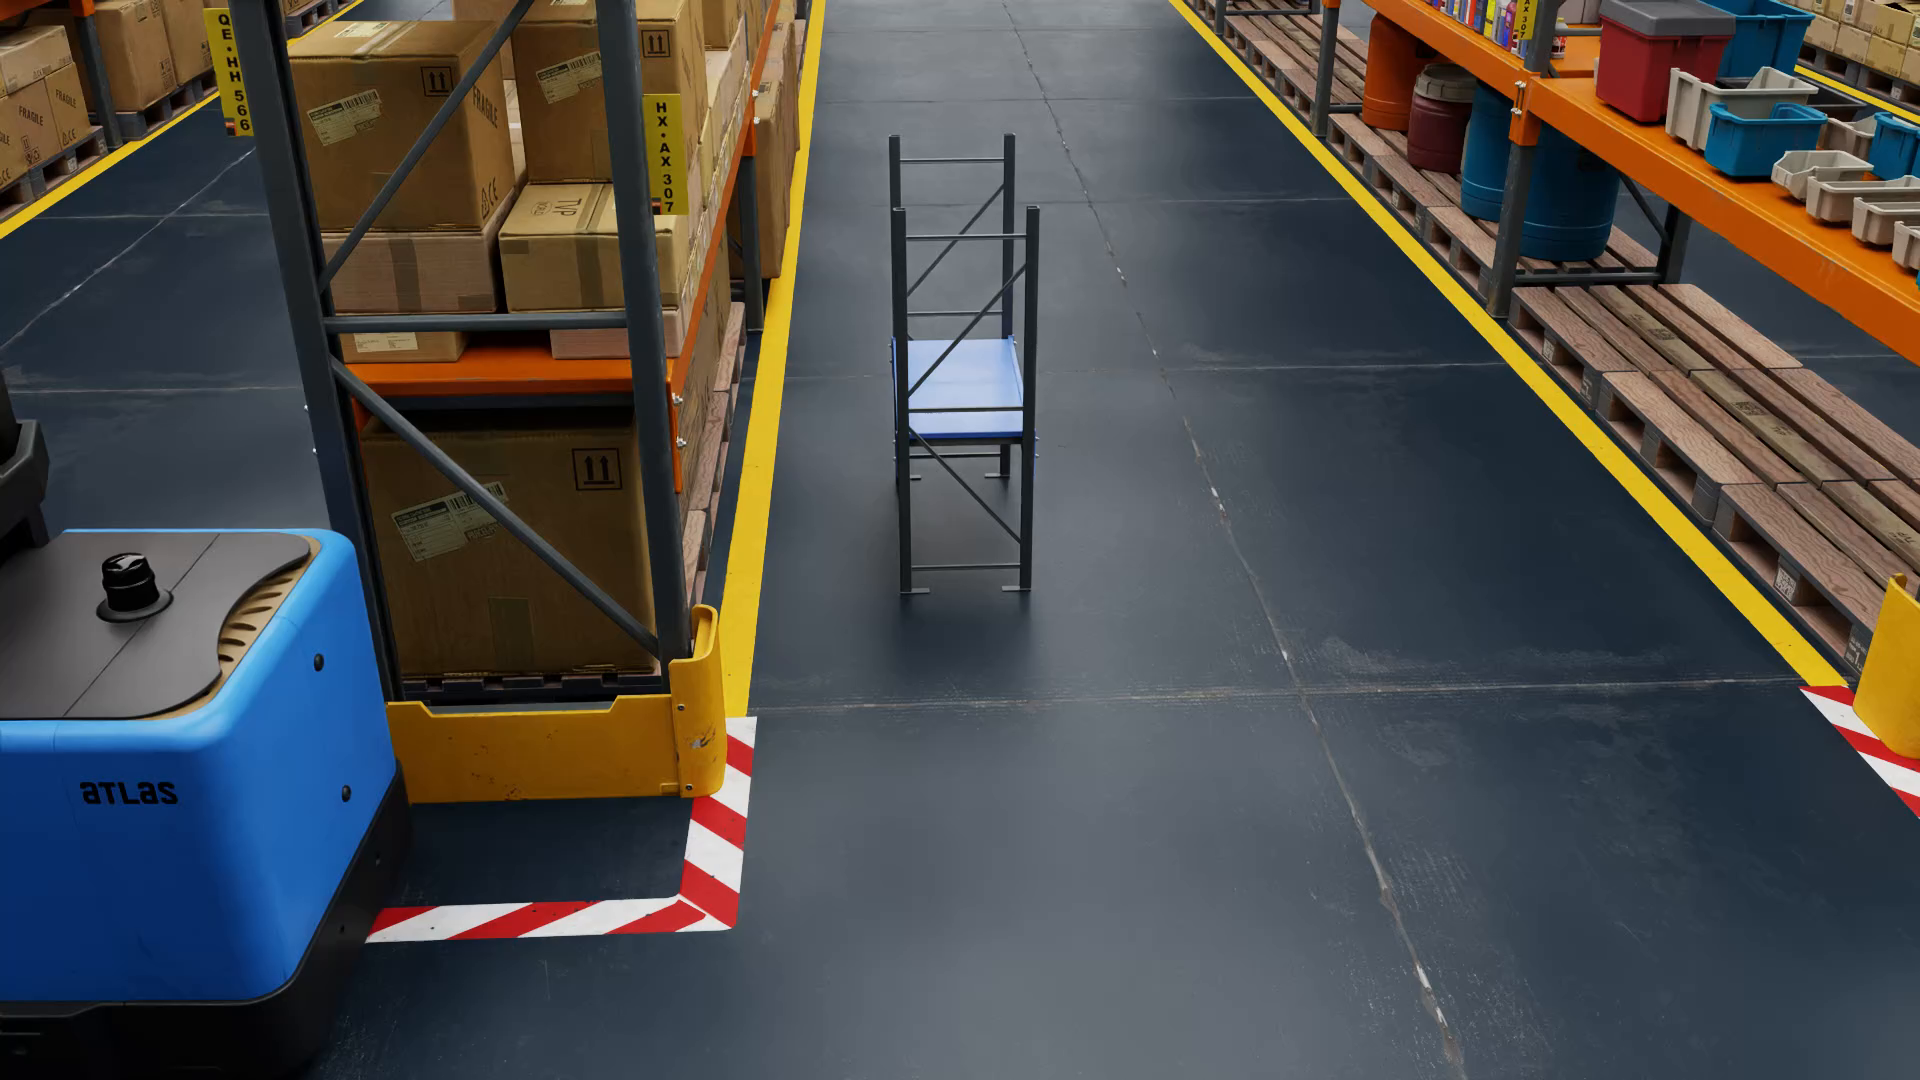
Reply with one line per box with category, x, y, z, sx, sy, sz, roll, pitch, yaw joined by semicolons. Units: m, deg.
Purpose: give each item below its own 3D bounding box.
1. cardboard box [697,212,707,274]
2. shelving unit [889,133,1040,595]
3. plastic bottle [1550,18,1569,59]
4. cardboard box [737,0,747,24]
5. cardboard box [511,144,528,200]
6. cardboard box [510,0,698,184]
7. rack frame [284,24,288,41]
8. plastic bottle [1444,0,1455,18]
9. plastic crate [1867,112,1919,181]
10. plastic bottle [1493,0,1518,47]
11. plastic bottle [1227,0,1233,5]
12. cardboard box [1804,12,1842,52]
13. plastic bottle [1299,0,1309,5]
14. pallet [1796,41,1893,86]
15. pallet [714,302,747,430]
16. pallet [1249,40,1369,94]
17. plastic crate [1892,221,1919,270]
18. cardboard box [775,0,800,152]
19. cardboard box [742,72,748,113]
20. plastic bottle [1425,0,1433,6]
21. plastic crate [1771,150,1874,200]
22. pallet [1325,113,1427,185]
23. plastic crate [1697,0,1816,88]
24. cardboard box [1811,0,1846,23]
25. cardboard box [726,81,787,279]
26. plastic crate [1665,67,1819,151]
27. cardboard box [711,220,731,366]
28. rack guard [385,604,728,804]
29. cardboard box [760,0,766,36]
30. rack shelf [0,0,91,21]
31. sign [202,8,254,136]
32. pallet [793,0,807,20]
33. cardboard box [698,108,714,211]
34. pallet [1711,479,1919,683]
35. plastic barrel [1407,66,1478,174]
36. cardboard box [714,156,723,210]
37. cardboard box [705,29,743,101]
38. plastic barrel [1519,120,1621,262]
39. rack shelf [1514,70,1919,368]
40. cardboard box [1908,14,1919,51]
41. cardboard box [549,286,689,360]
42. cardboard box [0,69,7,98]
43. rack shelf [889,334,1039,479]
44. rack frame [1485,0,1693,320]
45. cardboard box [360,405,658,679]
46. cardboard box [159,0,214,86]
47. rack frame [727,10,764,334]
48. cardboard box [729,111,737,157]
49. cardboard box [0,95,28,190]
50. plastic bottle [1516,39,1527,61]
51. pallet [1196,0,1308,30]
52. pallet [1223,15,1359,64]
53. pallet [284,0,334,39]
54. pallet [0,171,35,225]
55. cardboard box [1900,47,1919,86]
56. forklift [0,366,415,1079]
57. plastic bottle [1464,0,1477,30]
cardboard box;-1.075;-1.020;5.733;0.380;0.149;0.250;-2;28;-3
shelving unit;-0.004;-0.704;6.479;0.538;1.500;1.048;-1;28;-3
plastic bottle;3.175;-2.666;8.834;0.097;0.201;0.097;0;28;0
cardboard box;-1.261;-2.641;7.600;0.500;0.500;0.500;-1;28;-1
cardboard box;-1.659;-1.119;5.492;0.500;0.250;0.500;-2;28;-4
cardboard box;-1.124;-1.459;5.333;0.500;0.500;0.500;-2;28;-4
rack frame;-6.928;-6.071;15.146;1.000;3.000;0.127;-1;28;-3
plastic bottle;2.987;-3.259;9.889;0.152;0.276;0.135;-1;28;-3
plastic crate;3.835;-1.542;6.580;0.416;0.233;0.300;-1;28;-3
plastic bottle;3.032;-2.857;9.118;0.152;0.276;0.135;-1;28;-3
plastic bottle;2.647;-5.378;16.367;0.097;0.201;0.097;0;28;0
cardboard box;7.778;-4.446;14.549;0.500;0.250;0.500;-1;28;-2
plastic bottle;3.398;-5.406;16.347;0.097;0.271;0.097;0;28;0
pallet;8.068;-4.241;14.652;1.003;0.211;1.213;-1;28;-3
pallet;-1.590;-0.860;8.170;1.003;0.211;1.213;-1;28;-3
pallet;3.123;-4.100;14.383;1.003;0.211;1.213;-1;28;-3
plastic crate;3.380;-1.003;5.650;0.396;0.136;0.243;-1;28;-3
cardboard box;-1.745;-3.221;11.526;1.225;0.875;0.875;-3;28;-5
cardboard box;-1.195;-2.086;7.777;0.380;0.149;0.250;-1;28;-2
plastic bottle;2.962;-3.472;10.217;0.144;0.351;0.185;-1;28;-3
plastic crate;3.306;-1.402;6.415;0.298;0.136;0.250;-1;28;-3
pallet;3.268;-2.817;11.922;1.003;0.211;1.213;-1;28;-3
plastic crate;3.760;-2.381;8.024;0.392;0.384;0.575;-1;28;-3
cardboard box;7.778;-4.690;14.411;0.500;0.311;0.500;-1;28;-1
cardboard box;-1.605;-1.988;9.162;1.225;0.875;0.875;-1;28;-2
plastic crate;3.290;-1.833;7.084;0.437;0.282;0.530;-1;28;-3
cardboard box;-1.597;-1.387;8.008;0.875;0.875;0.875;-1;28;-3
rack guard;-1.342;0.517;5.217;1.175;0.500;0.348;-1;28;-3
cardboard box;-1.379;-3.175;9.486;0.500;0.500;0.500;-2;28;-4
rack shelf;-6.615;-2.981;9.999;1.077;0.370;4.000;-1;28;-3
sign;-1.885;-1.214;4.325;0.100;0.325;0.005;-1;28;-3
pallet;-2.040;-5.217;16.524;1.003;0.211;1.213;-1;28;-3
cardboard box;-1.155;-1.368;5.969;0.500;0.250;0.500;-2;28;-4
pallet;3.599;0.133;6.267;1.003;0.211;1.213;-1;28;-3
plastic barrel;3.287;-2.786;11.001;0.600;0.588;0.708;-1;28;-3
cardboard box;-1.113;-1.373;6.410;0.380;0.149;0.250;-2;28;-4
cardboard box;-1.237;-2.078;7.331;0.500;0.250;0.500;-1;28;-1
plastic barrel;3.383;-2.076;9.302;0.600;0.901;0.708;-1;28;-3
rack shelf;3.499;-1.326;6.827;1.077;0.370;4.000;-1;28;-3
cardboard box;7.859;-3.986;13.061;0.500;0.311;0.500;-1;28;-1
cardboard box;-1.032;-0.662;5.048;0.380;0.149;0.250;-1;28;-2
cardboard box;-6.373;-2.856;10.420;0.500;0.250;0.500;-1;28;-1
rack shelf;-0.004;-0.545;6.562;0.538;0.185;1.000;-1;28;-3
rack frame;3.395;-2.569;8.431;1.000;3.000;0.127;-1;28;-3
cardboard box;-1.456;-0.140;5.618;0.875;0.875;0.875;-1;28;-3
cardboard box;-6.710;-4.099;13.344;1.050;0.750;0.750;-1;28;-2
rack frame;-1.552;-2.449;8.202;1.000;3.000;0.127;-1;28;-3
cardboard box;-1.154;-1.730;7.094;0.380;0.149;0.250;-1;28;-2
cardboard box;-6.356;-2.520;10.587;0.500;0.500;0.500;-3;28;-5
plastic bottle;3.051;-2.688;8.794;0.152;0.276;0.135;-1;28;-3
pallet;2.983;-5.338;16.756;1.003;0.211;1.213;-1;28;-3
pallet;3.057;-4.665;15.466;1.003;0.211;1.213;-1;28;-3
pallet;-6.889;-5.187;16.467;1.003;0.211;1.213;-1;28;-3
pallet;-6.619;-2.064;10.479;1.003;0.211;1.213;-1;28;-3
cardboard box;7.861;-3.738;13.193;0.500;0.250;0.500;-1;28;-1
forklift;-3.126;-0.159;3.885;3.031;2.935;1.130;0;28;0
plastic bottle;3.006;-3.090;9.564;0.152;0.276;0.135;-1;28;-3
